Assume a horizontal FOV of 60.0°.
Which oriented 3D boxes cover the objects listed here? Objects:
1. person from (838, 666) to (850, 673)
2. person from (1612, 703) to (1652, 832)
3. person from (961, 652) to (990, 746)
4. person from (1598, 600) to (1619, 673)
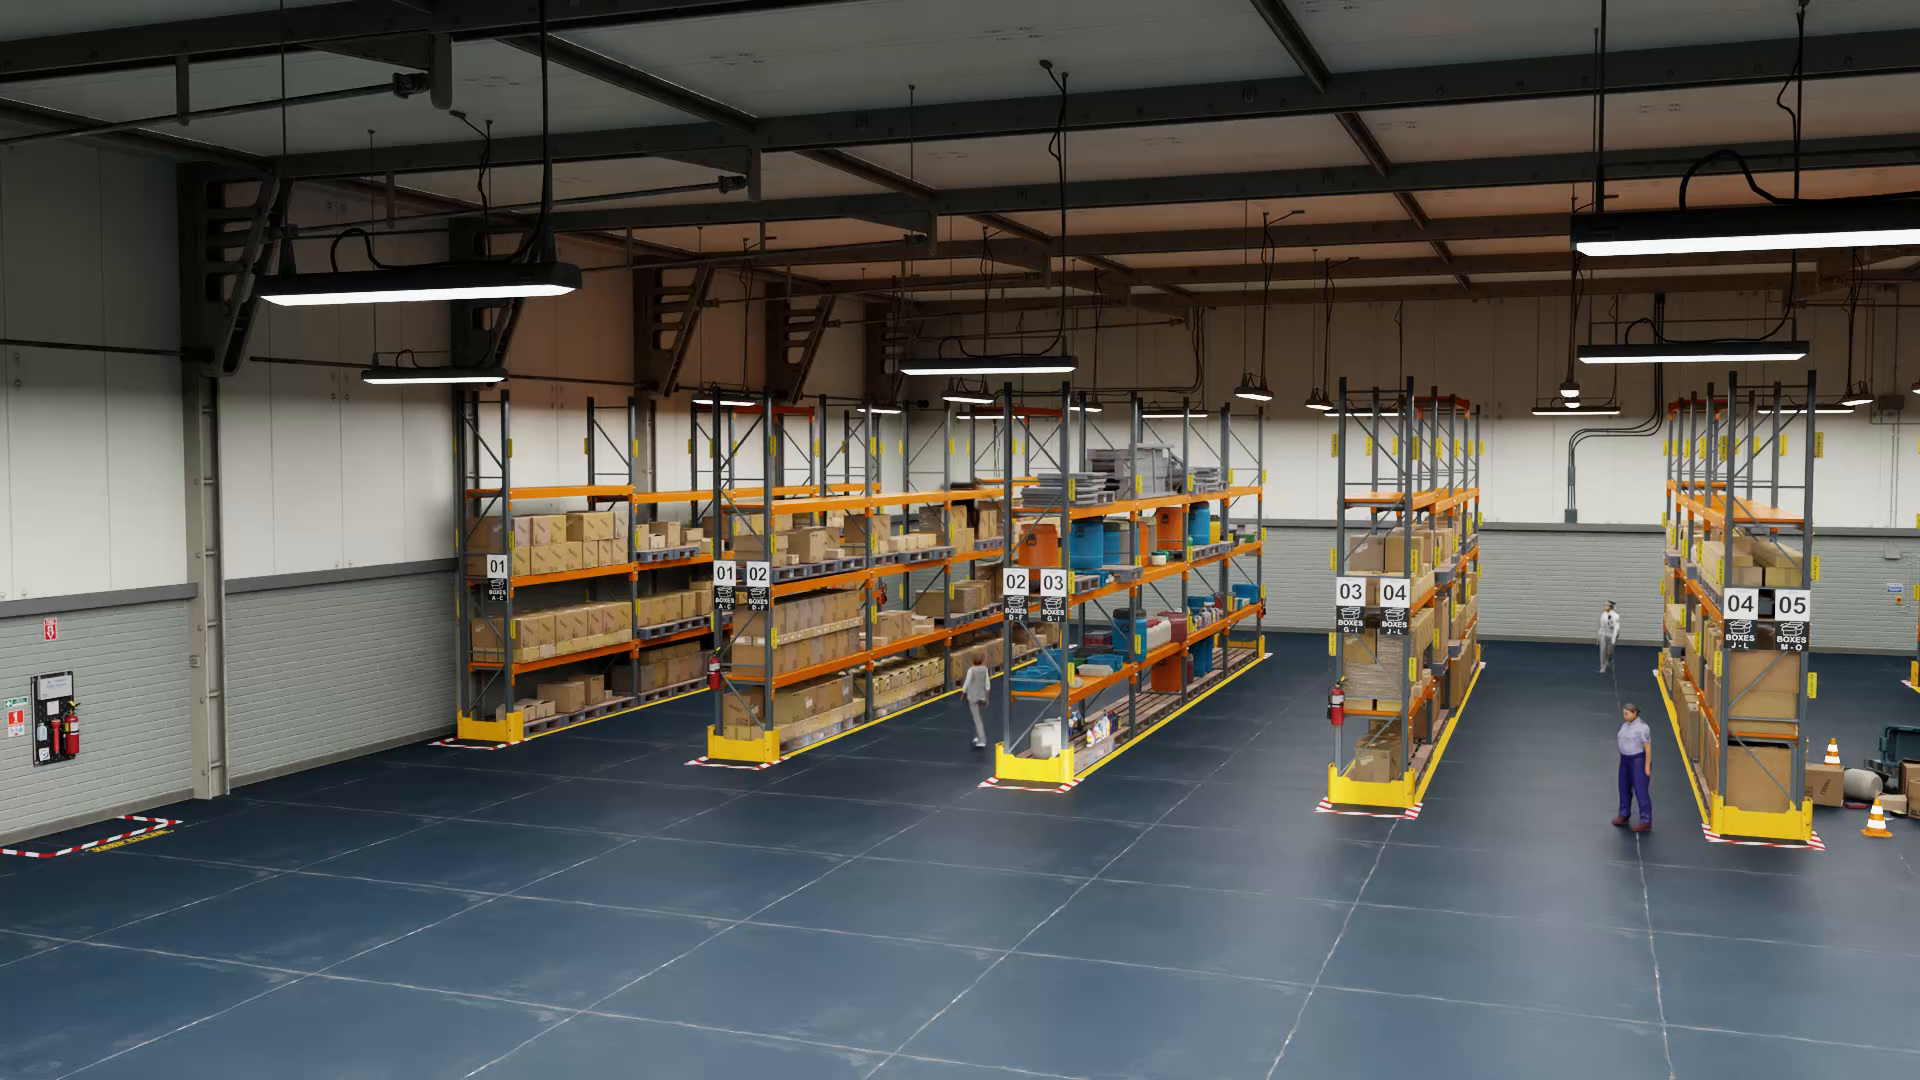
[{"bbox_3d":[-2.588,2.067,36.846,0.664,1.815,0.617,-2,4,-35],"label":"person"},{"bbox_3d":[8.890,2.972,21.937,0.398,1.645,0.594,-1,3,-11],"label":"person"},{"bbox_3d":[0.259,2.672,27.925,0.449,1.598,0.726,-2,4,-32],"label":"person"},{"bbox_3d":[14.458,2.133,37.046,0.507,1.645,0.724,2,4,34],"label":"person"}]
